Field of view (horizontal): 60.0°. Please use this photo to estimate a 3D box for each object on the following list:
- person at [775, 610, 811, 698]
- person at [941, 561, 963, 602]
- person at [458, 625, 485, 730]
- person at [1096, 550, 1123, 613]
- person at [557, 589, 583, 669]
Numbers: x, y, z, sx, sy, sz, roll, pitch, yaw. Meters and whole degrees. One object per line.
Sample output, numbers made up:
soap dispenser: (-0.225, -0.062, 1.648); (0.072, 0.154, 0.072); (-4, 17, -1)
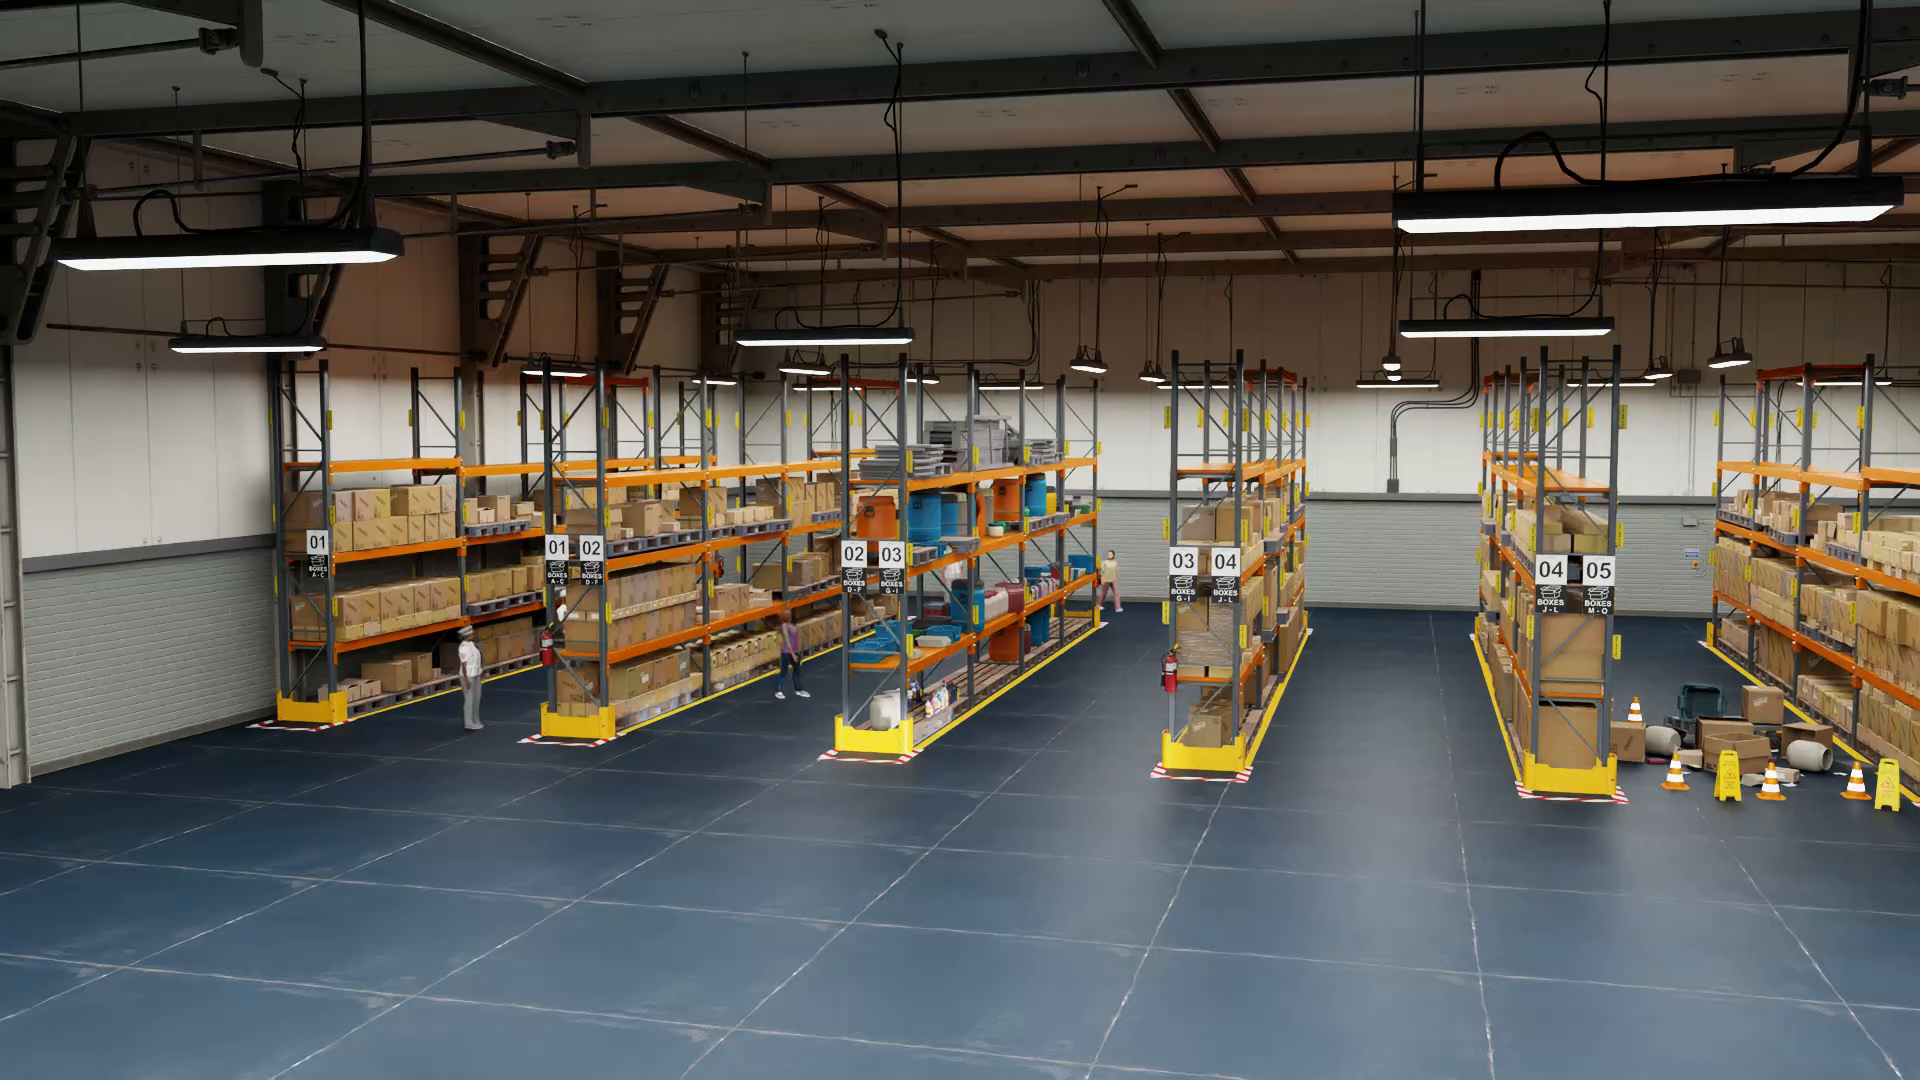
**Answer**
person: (-3.015, 2.032, 29.694); (0.528, 1.601, 0.550); (2, 4, 21)
person: (-0.162, 1.013, 43.361); (0.594, 1.804, 0.452); (-2, 5, -27)
person: (-7.931, 2.236, 27.034); (0.387, 1.721, 0.527); (1, 4, 14)
person: (3.936, 1.074, 43.467); (0.482, 1.612, 1.015); (-1, 4, -18)
person: (-7.408, 1.844, 31.904); (0.620, 1.796, 0.664); (4, 6, 43)
